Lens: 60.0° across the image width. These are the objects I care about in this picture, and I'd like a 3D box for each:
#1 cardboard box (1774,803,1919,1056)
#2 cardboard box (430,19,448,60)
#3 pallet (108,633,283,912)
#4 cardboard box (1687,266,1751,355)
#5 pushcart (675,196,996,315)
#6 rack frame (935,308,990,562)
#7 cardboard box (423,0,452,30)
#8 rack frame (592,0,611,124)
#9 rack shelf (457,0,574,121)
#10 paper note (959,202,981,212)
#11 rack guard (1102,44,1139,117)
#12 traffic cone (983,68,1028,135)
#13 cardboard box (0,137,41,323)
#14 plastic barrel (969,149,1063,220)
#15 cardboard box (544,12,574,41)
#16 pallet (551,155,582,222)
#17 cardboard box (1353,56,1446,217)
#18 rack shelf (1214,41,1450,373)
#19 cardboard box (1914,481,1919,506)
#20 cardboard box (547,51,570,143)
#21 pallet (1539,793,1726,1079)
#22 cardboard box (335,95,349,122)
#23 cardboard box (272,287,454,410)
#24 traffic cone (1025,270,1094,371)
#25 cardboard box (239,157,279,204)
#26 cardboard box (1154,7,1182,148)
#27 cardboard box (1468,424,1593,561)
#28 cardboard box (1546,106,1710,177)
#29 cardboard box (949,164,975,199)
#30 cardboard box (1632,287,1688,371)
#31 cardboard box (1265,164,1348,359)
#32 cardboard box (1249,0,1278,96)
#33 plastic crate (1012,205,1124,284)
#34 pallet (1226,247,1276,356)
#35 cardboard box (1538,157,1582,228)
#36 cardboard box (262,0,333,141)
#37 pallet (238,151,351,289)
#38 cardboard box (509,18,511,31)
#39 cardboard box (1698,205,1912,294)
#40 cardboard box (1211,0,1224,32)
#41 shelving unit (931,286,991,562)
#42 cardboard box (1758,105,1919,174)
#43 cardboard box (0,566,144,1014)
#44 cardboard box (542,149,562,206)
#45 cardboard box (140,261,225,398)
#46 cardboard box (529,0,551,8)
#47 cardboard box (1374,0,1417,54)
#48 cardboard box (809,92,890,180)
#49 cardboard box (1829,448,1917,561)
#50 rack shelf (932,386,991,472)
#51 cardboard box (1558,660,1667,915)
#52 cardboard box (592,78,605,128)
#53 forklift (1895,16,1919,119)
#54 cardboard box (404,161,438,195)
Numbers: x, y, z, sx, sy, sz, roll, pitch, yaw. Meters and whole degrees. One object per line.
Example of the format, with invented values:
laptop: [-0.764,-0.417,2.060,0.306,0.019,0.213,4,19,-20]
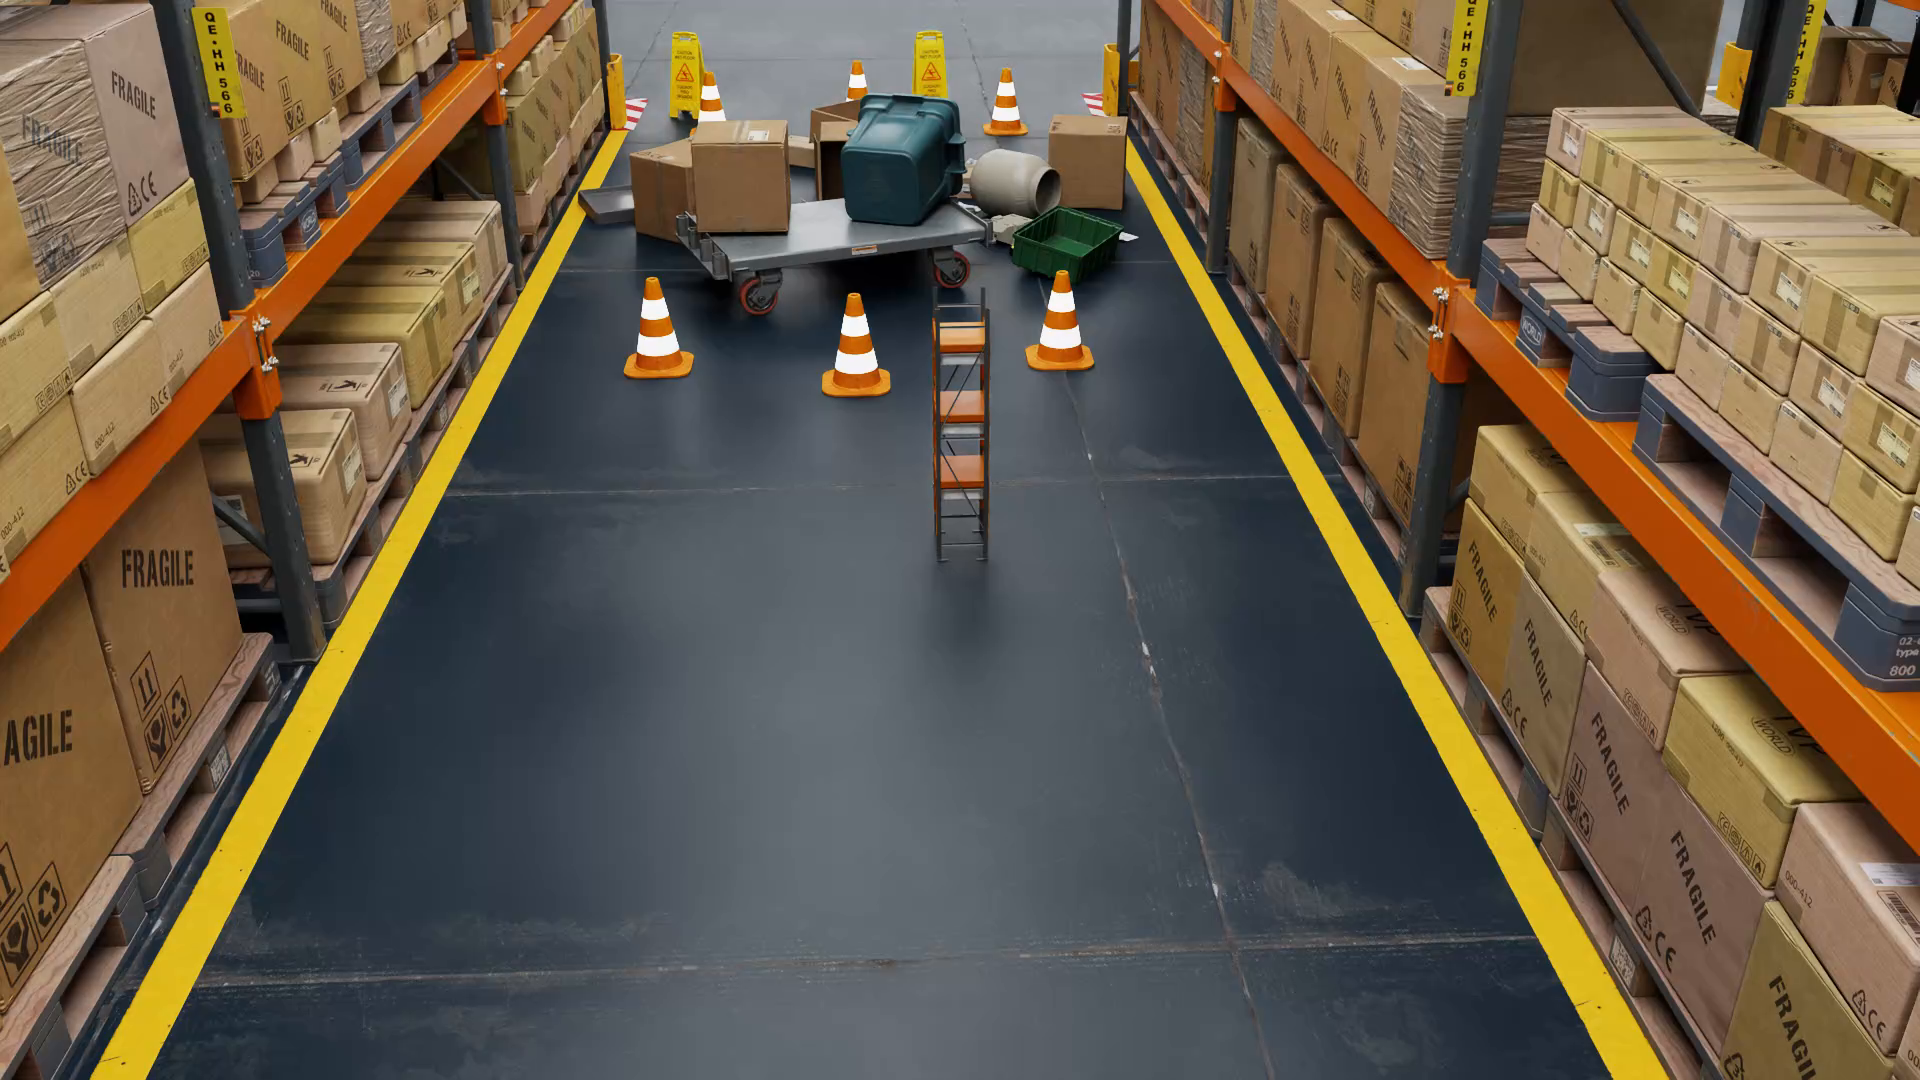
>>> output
cardboard box: [2.061,0.790,3.429,0.500,0.250,0.500,0,28,0]
cardboard box: [-2.642,-2.355,7.840,0.380,0.149,0.250,-2,28,-3]
pallet: [-2.815,0.698,5.184,1.003,0.211,1.213,-1,28,-3]
cardboard box: [2.041,-0.570,4.094,0.380,0.149,0.250,-1,28,-3]
pushcart: [-0.716,-1.667,9.539,1.648,0.377,0.936,-11,30,-20]
rack frame: [0.009,-0.384,6.352,0.200,1.050,0.008,-1,28,-3]
cardboard box: [-2.709,-2.678,7.756,0.500,0.500,0.500,-1,28,-2]
rack frame: [-3.199,-4.599,12.324,1.000,3.000,0.127,-1,28,-3]
rack shelf: [-3.094,-3.357,10.720,1.077,0.370,4.000,-1,28,-3]
paper note: [0.050,-2.181,10.907,0.172,0.023,0.155,8,29,15]
rack guard: [1.738,-3.668,13.242,1.175,0.500,0.348,-1,28,-3]
traffic cone: [0.349,-3.361,12.694,0.336,0.463,0.334,-1,28,-3]
cardboard box: [-2.439,-0.694,3.647,0.500,0.500,0.500,-1,28,-3]
plastic barrel: [0.357,-2.263,10.631,0.512,0.421,0.421,19,33,32]
cardboard box: [-2.788,-3.417,11.064,0.380,0.149,0.250,0,28,0]
pallet: [-3.127,-2.390,11.103,1.003,0.211,1.213,-1,28,-3]
cardboard box: [1.841,-1.547,6.364,0.500,0.500,0.500,-1,28,-3]
rack shelf: [2.053,-1.676,7.497,1.077,0.370,4.000,-1,28,-3]
cardboard box: [2.092,-0.092,3.179,0.380,0.149,0.250,-3,28,-5]
cardboard box: [-2.816,-2.817,10.616,0.500,0.500,0.500,0,28,0]
pallet: [2.257,1.088,4.435,1.003,0.211,1.213,-1,28,-3]
cardboard box: [-2.700,-1.759,6.697,0.380,0.149,0.250,0,28,-1]
cardboard box: [-2.881,-0.878,7.577,0.950,0.372,0.625,0,28,-1]
traffic cone: [0.510,-1.138,8.431,0.336,0.463,0.334,-1,28,-3]
cardboard box: [-2.594,-1.265,5.750,0.380,0.149,0.250,-3,28,-6]
cardboard box: [1.889,-3.292,11.661,0.875,0.875,0.875,-2,28,-3]
cardboard box: [1.951,-0.157,5.245,0.500,0.250,0.500,-3,28,-5]
cardboard box: [1.988,-1.189,4.961,0.380,0.149,0.250,-1,28,-3]
cardboard box: [0.019,-2.455,11.170,0.396,0.266,0.258,3,28,6]
cardboard box: [2.023,-0.561,4.400,0.380,0.149,0.250,0,28,0]
cardboard box: [2.117,-1.377,8.125,1.050,0.750,0.750,-1,28,-3]
cardboard box: [1.734,-2.480,8.153,0.500,0.500,0.500,-1,28,-2]
plastic crate: [0.631,-1.745,9.832,0.450,0.188,0.662,22,34,18]
pallet: [2.064,-1.327,9.066,1.003,0.211,1.213,-1,28,-3]
cardboard box: [1.982,-1.050,5.015,0.380,0.149,0.250,0,28,0]
cardboard box: [-2.608,-1.721,5.922,0.500,0.500,0.500,0,28,0]
pallet: [-2.925,-1.146,5.911,1.213,0.211,1.003,-1,28,-3]
cardboard box: [-2.751,-2.909,9.356,0.380,0.149,0.250,-1,28,-1]
cardboard box: [2.042,-0.707,4.036,0.380,0.149,0.250,0,28,0]
cardboard box: [1.917,-3.155,9.393,0.875,0.550,0.550,-1,28,-3]
shelving unit: [0.003,-0.441,6.460,0.215,1.050,0.252,-1,28,-3]
cardboard box: [2.640,-1.194,4.970,0.380,0.149,0.250,-2,28,-5]
cardboard box: [-2.786,0.584,4.230,0.875,0.875,0.875,-1,28,-2]
cardboard box: [-2.790,-2.244,10.328,0.500,0.250,0.500,0,28,0]
cardboard box: [-2.495,-0.611,4.840,0.500,0.250,0.500,-2,28,-4]
cardboard box: [-2.743,-3.385,10.268,0.380,0.149,0.250,-1,28,-2]
cardboard box: [2.087,-2.236,6.605,0.700,0.500,0.500,-2,28,-3]
cardboard box: [-0.579,-2.742,11.464,0.797,0.503,0.637,-23,35,-37]
cardboard box: [2.076,-0.079,3.475,0.380,0.149,0.250,0,28,0]
rack shelf: [0.003,-0.431,6.465,0.215,0.259,0.240,-1,28,-3]
cardboard box: [2.000,0.653,4.503,0.500,0.500,0.500,-2,28,-4]
cardboard box: [-2.887,-3.188,12.139,0.500,0.250,0.500,-2,28,-3]
forklift: [4.961,-2.117,7.639,1.130,2.935,3.031,15,31,27]
cardboard box: [-3.289,-2.318,9.659,0.500,0.500,0.500,-2,28,-3]
